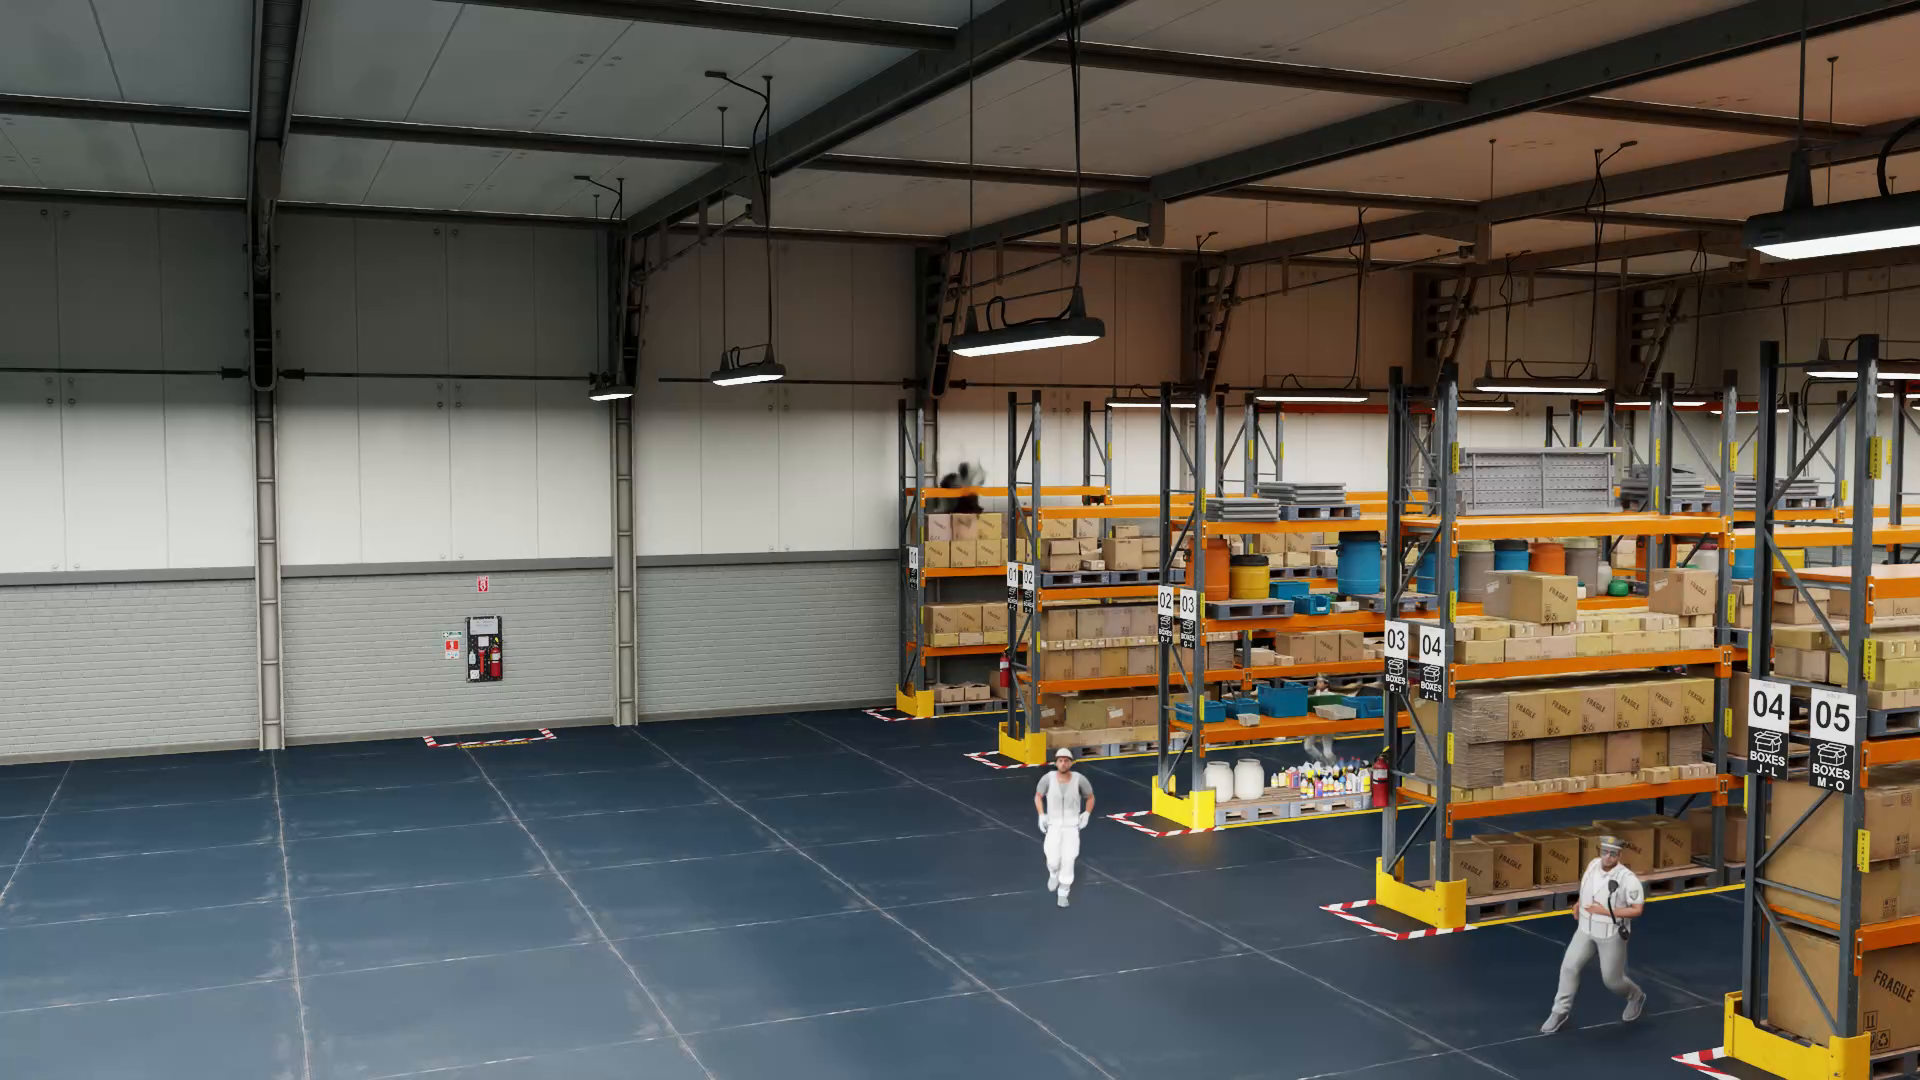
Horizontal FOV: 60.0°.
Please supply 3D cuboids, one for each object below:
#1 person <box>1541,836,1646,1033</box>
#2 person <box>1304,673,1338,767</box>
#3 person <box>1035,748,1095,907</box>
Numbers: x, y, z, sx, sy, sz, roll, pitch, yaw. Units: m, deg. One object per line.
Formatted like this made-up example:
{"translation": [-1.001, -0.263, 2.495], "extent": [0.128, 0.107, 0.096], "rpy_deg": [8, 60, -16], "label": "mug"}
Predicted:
{"translation": [5.665, 3.447, 14.579], "extent": [0.967, 1.771, 0.680], "rpy_deg": [-2, 4, -35], "label": "person"}
{"translation": [5.509, 2.836, 25.365], "extent": [0.692, 1.647, 0.583], "rpy_deg": [-2, 4, -29], "label": "person"}
{"translation": [1.169, 3.198, 18.683], "extent": [0.656, 1.756, 0.593], "rpy_deg": [0, 3, 4], "label": "person"}
